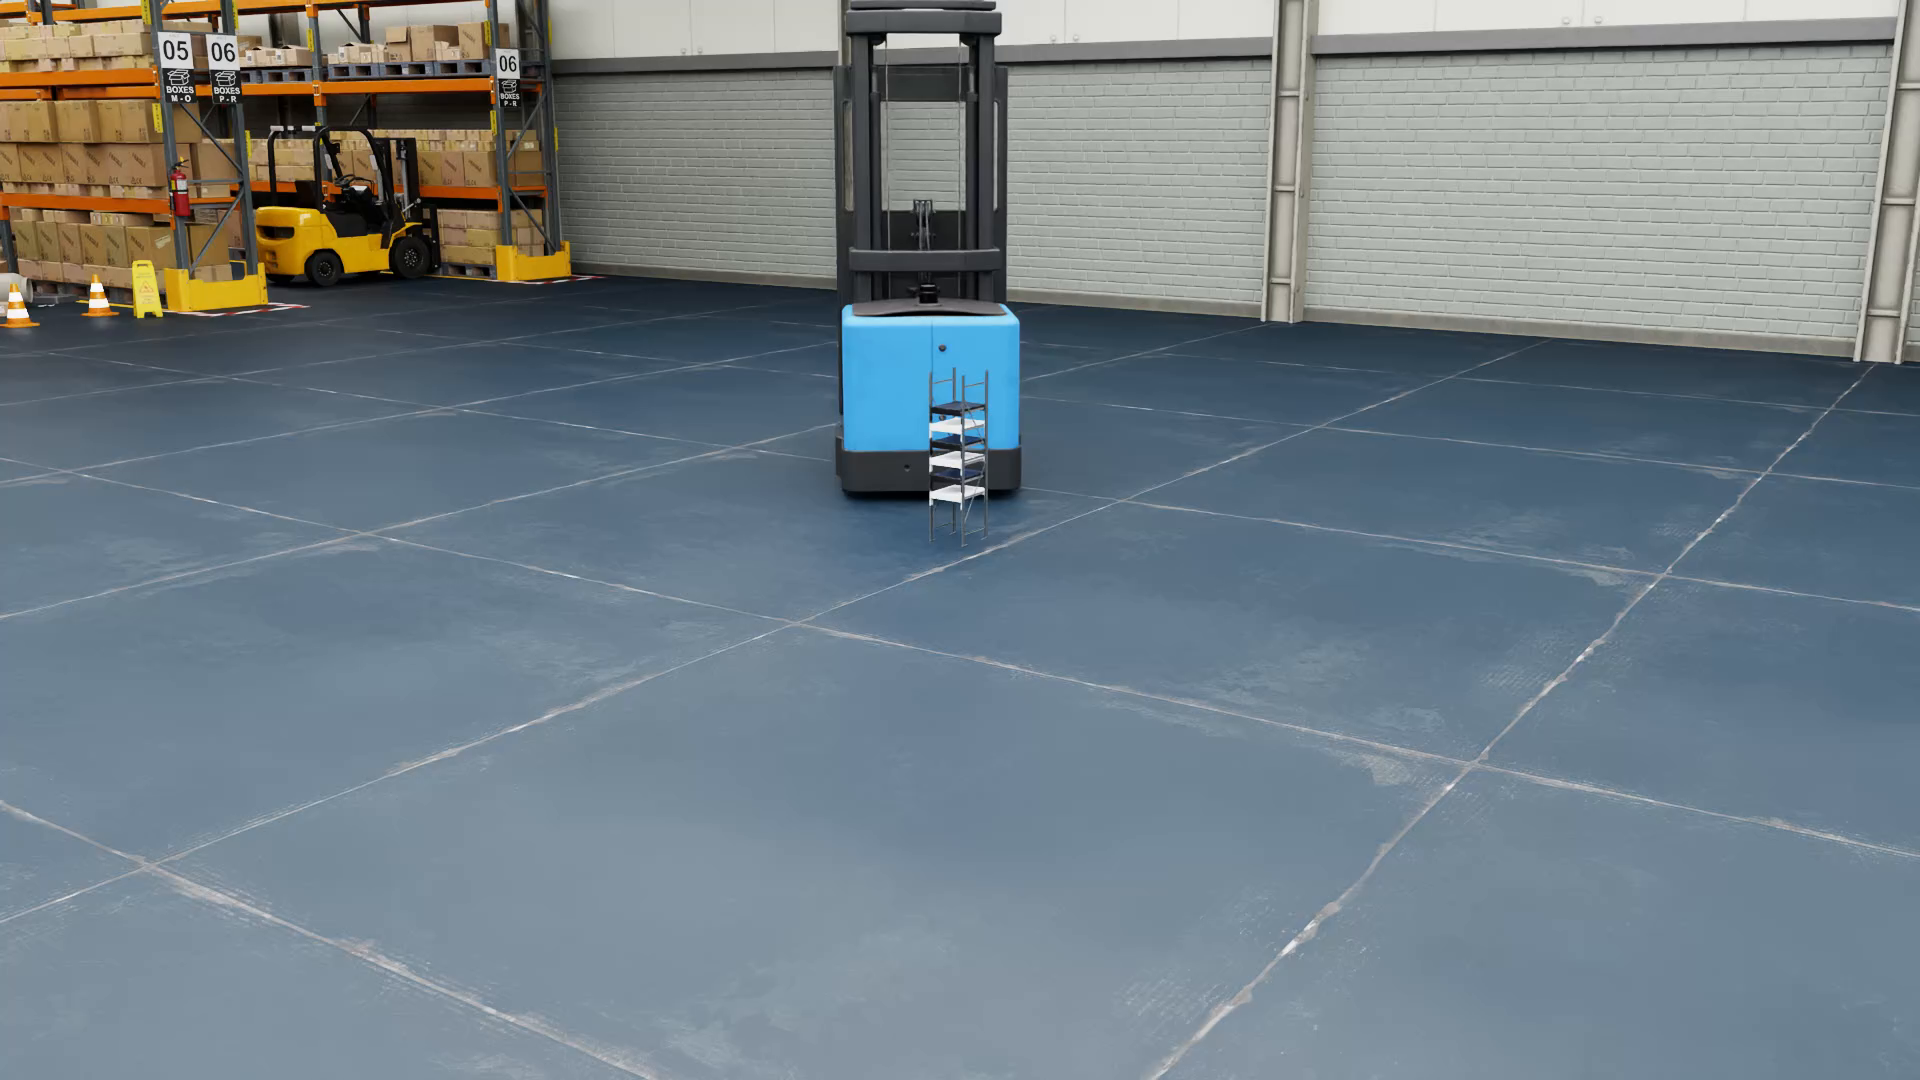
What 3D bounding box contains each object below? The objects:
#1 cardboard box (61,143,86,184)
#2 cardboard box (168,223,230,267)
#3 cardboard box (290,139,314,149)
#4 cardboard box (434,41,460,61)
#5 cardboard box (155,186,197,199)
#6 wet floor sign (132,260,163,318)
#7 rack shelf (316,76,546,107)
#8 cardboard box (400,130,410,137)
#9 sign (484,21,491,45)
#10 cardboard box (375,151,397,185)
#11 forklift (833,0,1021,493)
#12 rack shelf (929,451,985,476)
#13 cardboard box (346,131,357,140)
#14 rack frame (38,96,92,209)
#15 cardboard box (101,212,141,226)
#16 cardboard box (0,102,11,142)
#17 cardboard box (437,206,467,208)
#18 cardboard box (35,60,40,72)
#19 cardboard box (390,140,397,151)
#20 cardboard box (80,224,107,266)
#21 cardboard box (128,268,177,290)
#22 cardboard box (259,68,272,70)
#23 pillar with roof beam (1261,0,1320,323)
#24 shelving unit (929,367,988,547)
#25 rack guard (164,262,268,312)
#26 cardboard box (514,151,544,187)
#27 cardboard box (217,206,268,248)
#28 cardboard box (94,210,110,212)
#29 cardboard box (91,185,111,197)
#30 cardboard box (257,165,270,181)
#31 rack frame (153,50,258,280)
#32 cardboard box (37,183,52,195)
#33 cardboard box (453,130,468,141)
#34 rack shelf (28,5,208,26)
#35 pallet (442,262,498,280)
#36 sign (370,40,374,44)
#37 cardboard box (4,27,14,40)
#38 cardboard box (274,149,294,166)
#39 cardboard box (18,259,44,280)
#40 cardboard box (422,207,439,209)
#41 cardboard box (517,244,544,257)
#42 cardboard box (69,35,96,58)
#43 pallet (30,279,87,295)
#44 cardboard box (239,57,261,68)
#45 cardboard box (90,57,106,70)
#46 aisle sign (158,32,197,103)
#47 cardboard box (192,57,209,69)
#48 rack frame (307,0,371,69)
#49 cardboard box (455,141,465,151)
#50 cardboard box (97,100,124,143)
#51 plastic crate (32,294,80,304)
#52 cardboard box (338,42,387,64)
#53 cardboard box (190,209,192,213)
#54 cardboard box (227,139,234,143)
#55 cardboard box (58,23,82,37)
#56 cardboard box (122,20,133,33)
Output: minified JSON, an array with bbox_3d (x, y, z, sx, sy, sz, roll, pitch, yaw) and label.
[{"bbox_3d":[-10.831,-4.711,20.786,0.500,0.500,0.500,9,17,33],"label":"cardboard box"},{"bbox_3d":[-9.526,-3.693,20.785,0.500,0.500,0.500,9,16,31],"label":"cardboard box"},{"bbox_3d":[-10.348,-6.259,26.307,0.250,0.149,0.380,9,17,33],"label":"cardboard box"},{"bbox_3d":[-7.291,-7.011,23.858,0.258,0.266,0.396,9,17,33],"label":"cardboard box"},{"bbox_3d":[-9.420,-4.179,19.984,0.250,0.149,0.380,10,17,35],"label":"cardboard box"},{"bbox_3d":[-9.430,-2.911,19.241,0.267,0.644,0.232,-10,17,-35],"label":"wet floor sign"},{"bbox_3d":[-7.883,-6.658,24.733,4.000,0.370,1.077,9,17,33],"label":"rack shelf"},{"bbox_3d":[-8.114,-6.039,24.798,0.250,0.149,0.380,9,17,33],"label":"cardboard box"},{"bbox_3d":[-6.538,-7.024,23.037,0.005,0.325,0.100,9,17,33],"label":"sign"},{"bbox_3d":[-8.458,-5.622,25.085,0.500,0.500,0.500,9,17,32],"label":"cardboard box"},{"bbox_3d":[-0.263,-2.001,10.809,1.130,2.935,3.031,-1,14,-4],"label":"forklift"},{"bbox_3d":[-0.007,-0.406,8.727,0.200,0.077,0.258,9,17,33],"label":"rack shelf"},{"bbox_3d":[-9.166,-6.212,25.498,0.250,0.149,0.380,9,17,34],"label":"cardboard box"},{"bbox_3d":[-16.181,-6.893,30.424,0.127,3.000,1.000,9,17,33],"label":"rack frame"},{"bbox_3d":[-10.350,-3.967,20.543,0.250,0.149,0.380,10,17,34],"label":"cardboard box"},{"bbox_3d":[-12.066,-5.406,21.509,0.500,0.500,0.700,9,17,32],"label":"cardboard box"},{"bbox_3d":[-7.764,-4.946,25.326,0.500,0.250,0.500,9,16,32],"label":"cardboard box"},{"bbox_3d":[-11.334,-5.936,20.840,0.250,0.149,0.380,9,16,31],"label":"cardboard box"},{"bbox_3d":[-8.379,-5.911,24.899,0.250,0.149,0.380,9,16,31],"label":"cardboard box"},{"bbox_3d":[-10.651,-3.720,20.896,0.500,0.500,0.500,9,16,32],"label":"cardboard box"},{"bbox_3d":[-9.832,-3.220,20.437,0.500,0.250,0.500,9,17,33],"label":"cardboard box"},{"bbox_3d":[-11.377,-7.774,27.146,0.250,0.166,0.380,9,17,33],"label":"cardboard box"},{"bbox_3d":[1.256,-6.001,14.337,0.400,9.000,9.100,9,17,33],"label":"pillar with roof beam"},{"bbox_3d":[-0.007,-0.438,8.719,0.210,0.900,0.258,9,17,33],"label":"shelving unit"},{"bbox_3d":[-9.054,-3.090,20.265,0.348,0.500,1.175,9,17,33],"label":"rack guard"},{"bbox_3d":[-6.480,-5.454,24.403,0.500,0.500,0.500,10,17,35],"label":"cardboard box"},{"bbox_3d":[-11.805,-5.235,27.796,0.625,0.625,0.875,10,17,35],"label":"cardboard box"},{"bbox_3d":[-15.046,-5.636,29.677,0.500,0.500,0.500,9,16,31],"label":"cardboard box"},{"bbox_3d":[-10.521,-4.336,20.620,0.250,0.149,0.380,9,17,32],"label":"cardboard box"},{"bbox_3d":[-10.922,-5.901,26.732,0.500,0.250,0.500,9,17,33],"label":"cardboard box"},{"bbox_3d":[-8.991,-4.293,19.923,0.127,3.000,1.000,9,17,33],"label":"rack frame"},{"bbox_3d":[-11.566,-4.508,21.315,0.250,0.149,0.380,10,17,35],"label":"cardboard box"},{"bbox_3d":[-7.093,-5.854,24.051,0.250,0.149,0.380,10,17,34],"label":"cardboard box"},{"bbox_3d":[-14.521,-8.993,28.754,4.000,0.370,1.077,9,17,33],"label":"rack shelf"},{"bbox_3d":[-6.882,-4.024,24.639,1.213,0.211,1.003,9,17,33],"label":"pallet"},{"bbox_3d":[-9.234,-7.676,26.106,0.005,0.325,0.100,9,17,33],"label":"sign"},{"bbox_3d":[-11.785,-6.377,20.963,0.250,0.149,0.380,9,16,31],"label":"cardboard box"},{"bbox_3d":[-10.524,-6.072,26.381,0.500,0.250,0.500,9,16,31],"label":"cardboard box"},{"bbox_3d":[-11.971,-3.566,21.833,0.500,0.250,0.500,8,16,30],"label":"cardboard box"},{"bbox_3d":[-8.047,-4.840,24.899,0.500,0.250,0.500,9,16,32],"label":"cardboard box"},{"bbox_3d":[-6.522,-4.257,24.627,0.500,0.250,0.500,9,17,33],"label":"cardboard box"},{"bbox_3d":[-10.416,-5.972,20.156,0.500,0.250,0.500,10,17,34],"label":"cardboard box"},{"bbox_3d":[-11.733,-3.393,22.090,1.213,0.211,1.003,9,17,33],"label":"pallet"},{"bbox_3d":[-11.265,-7.597,26.467,0.250,0.149,0.380,9,16,32],"label":"cardboard box"},{"bbox_3d":[-10.275,-5.760,20.129,0.250,0.149,0.380,9,17,32],"label":"cardboard box"},{"bbox_3d":[-9.101,-5.489,19.344,0.004,0.787,0.394,9,17,33],"label":"aisle sign"},{"bbox_3d":[-9.085,-5.736,20.034,0.250,0.149,0.380,9,17,33],"label":"cardboard box"},{"bbox_3d":[-9.543,-8.732,25.369,0.127,3.000,1.000,9,17,33],"label":"rack frame"},{"bbox_3d":[-7.077,-5.713,24.100,0.250,0.149,0.380,10,17,34],"label":"cardboard box"},{"bbox_3d":[-9.952,-5.066,20.137,0.500,0.500,0.700,9,17,33],"label":"cardboard box"},{"bbox_3d":[-11.465,-3.038,20.930,0.583,0.080,0.402,3,14,14],"label":"plastic crate"},{"bbox_3d":[-8.988,-7.325,25.031,0.500,0.311,0.500,10,17,34],"label":"cardboard box"},{"bbox_3d":[-13.413,-5.677,28.493,0.250,0.149,0.380,8,16,30],"label":"cardboard box"},{"bbox_3d":[-11.685,-6.447,27.067,0.250,0.149,0.380,10,17,34],"label":"cardboard box"},{"bbox_3d":[-10.727,-6.200,20.246,0.250,0.149,0.380,10,17,34],"label":"cardboard box"},{"bbox_3d":[-9.629,-6.043,19.613,0.250,0.149,0.380,10,17,34],"label":"cardboard box"}]
